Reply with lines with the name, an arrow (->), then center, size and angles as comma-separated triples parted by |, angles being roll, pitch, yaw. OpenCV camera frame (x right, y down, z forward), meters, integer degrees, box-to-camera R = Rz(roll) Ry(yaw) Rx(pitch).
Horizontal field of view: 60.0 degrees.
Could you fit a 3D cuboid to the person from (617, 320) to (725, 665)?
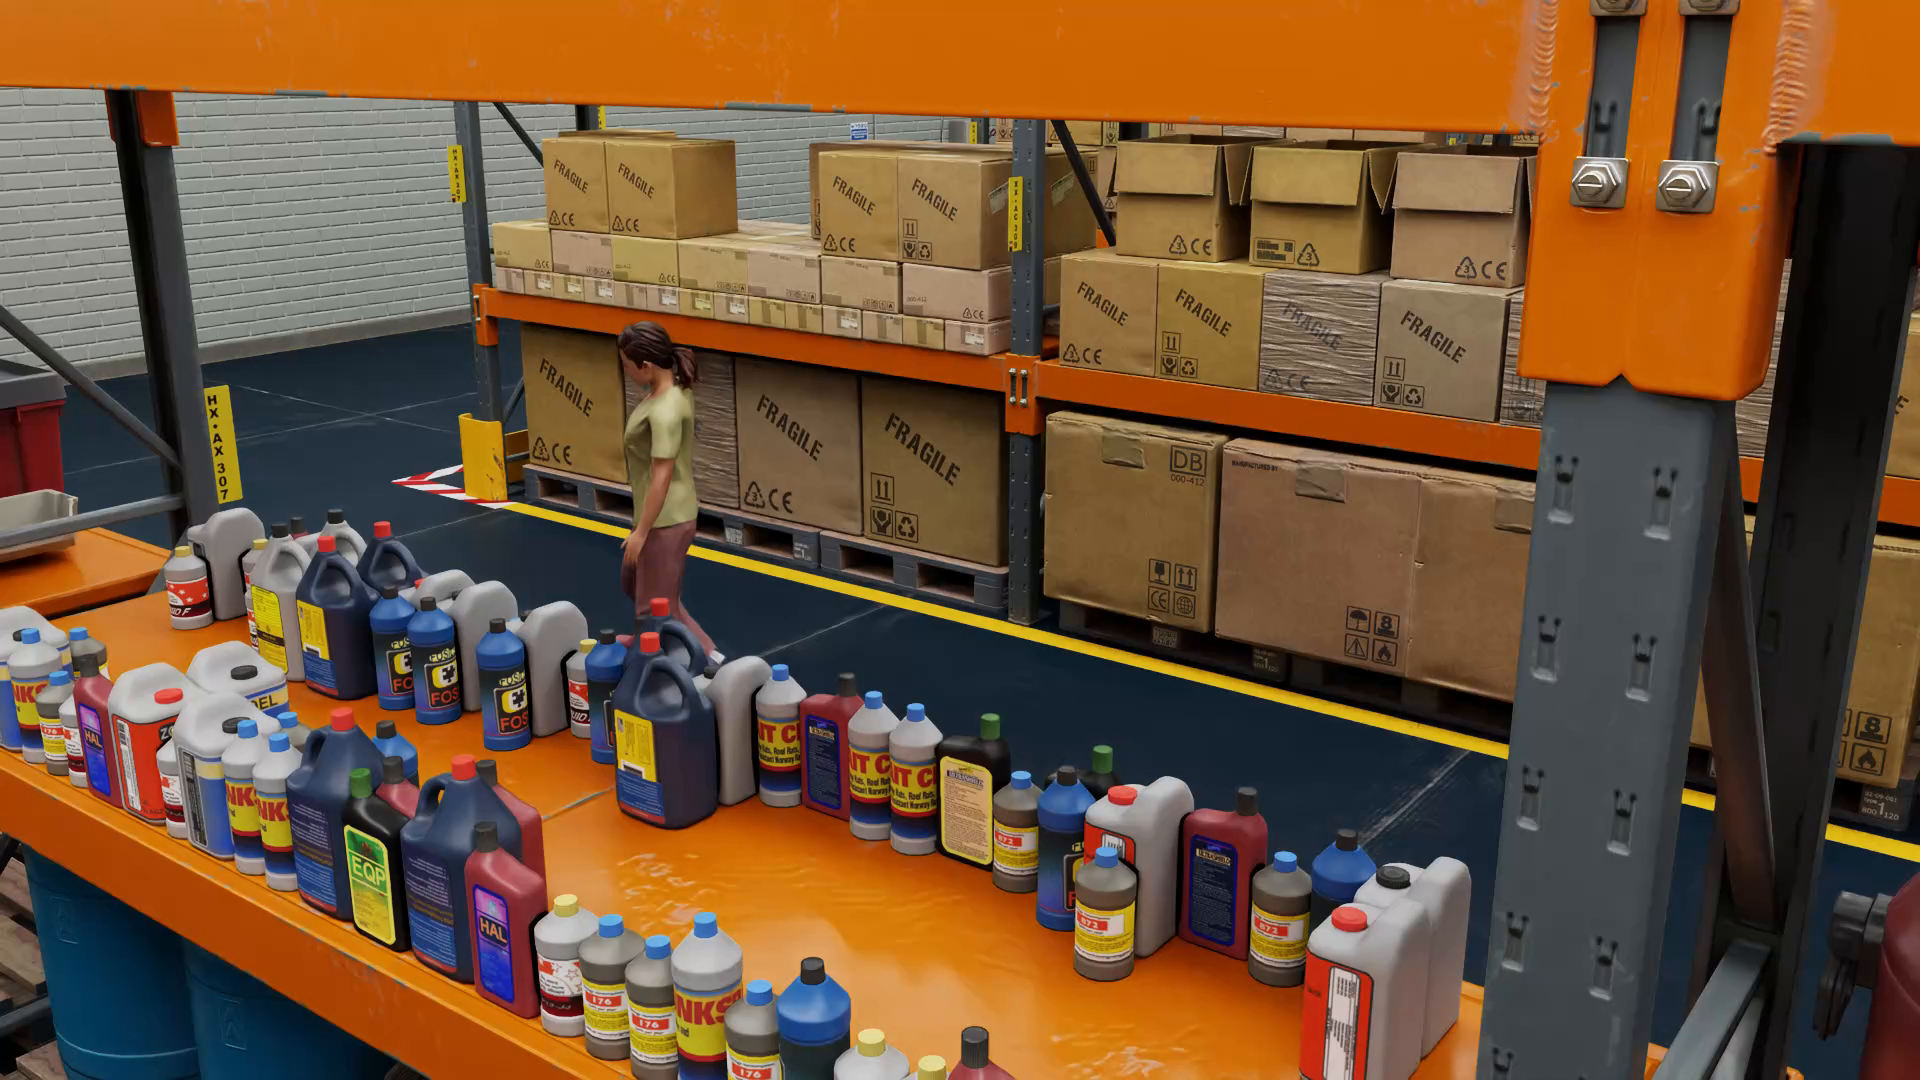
person -> -1.204, -0.065, 6.708 | 0.452, 1.677, 0.527 | -2, 17, -6
